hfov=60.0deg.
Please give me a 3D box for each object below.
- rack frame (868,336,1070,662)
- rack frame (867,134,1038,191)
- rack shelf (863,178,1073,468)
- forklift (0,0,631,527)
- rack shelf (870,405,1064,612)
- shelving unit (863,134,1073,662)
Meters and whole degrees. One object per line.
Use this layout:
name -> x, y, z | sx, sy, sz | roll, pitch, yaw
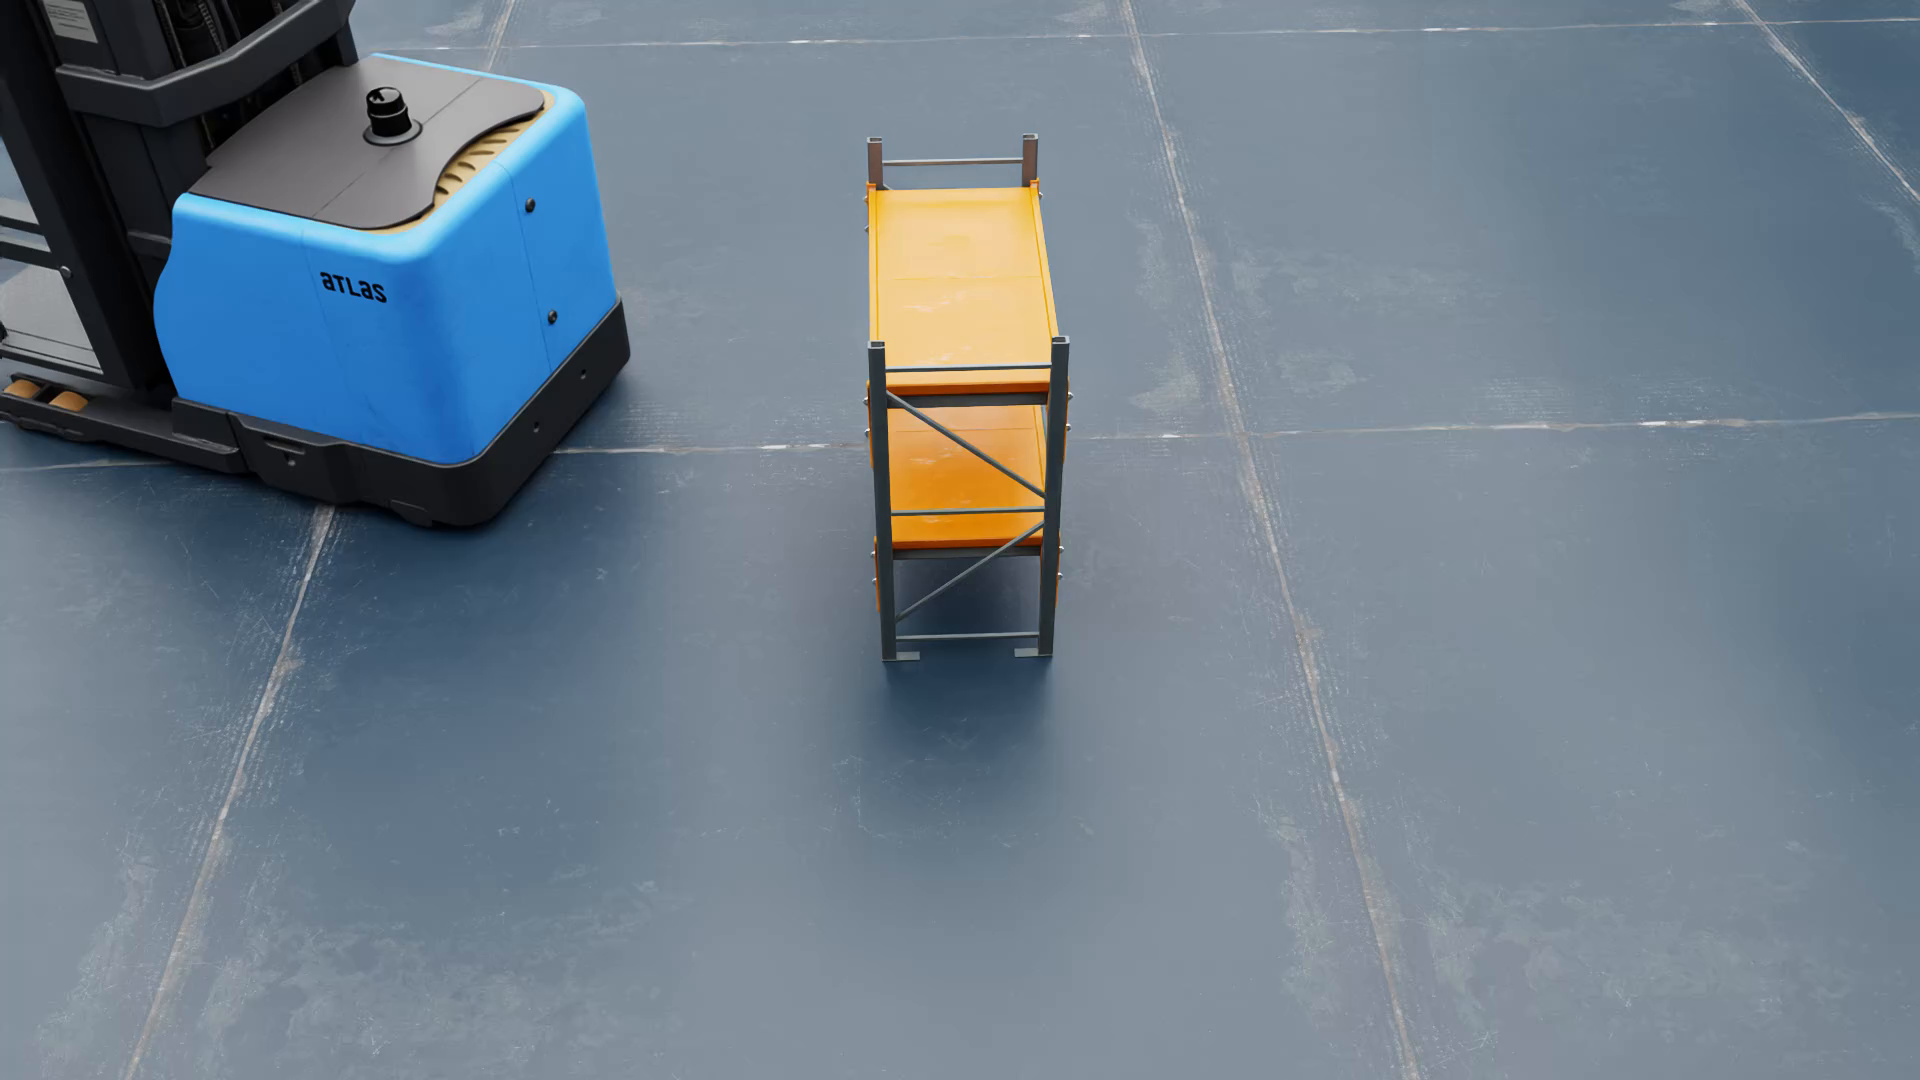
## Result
rack frame -> 0.021, -0.076, 4.500 | 0.500, 1.125, 0.032 | -2, 43, -2
rack frame -> -0.022, -0.762, 5.249 | 0.500, 1.125, 0.032 | -2, 43, -2
rack shelf -> 0.000, -0.635, 4.677 | 0.538, 0.278, 1.000 | -2, 43, -2
forklift -> -2.732, -1.733, 4.971 | 3.031, 2.935, 1.130 | 14, 44, 15
rack shelf -> 0.000, -0.239, 5.040 | 0.538, 0.278, 1.000 | -2, 43, -2
shelving unit -> 0.000, -0.419, 4.875 | 0.538, 1.125, 1.048 | -2, 43, -2
